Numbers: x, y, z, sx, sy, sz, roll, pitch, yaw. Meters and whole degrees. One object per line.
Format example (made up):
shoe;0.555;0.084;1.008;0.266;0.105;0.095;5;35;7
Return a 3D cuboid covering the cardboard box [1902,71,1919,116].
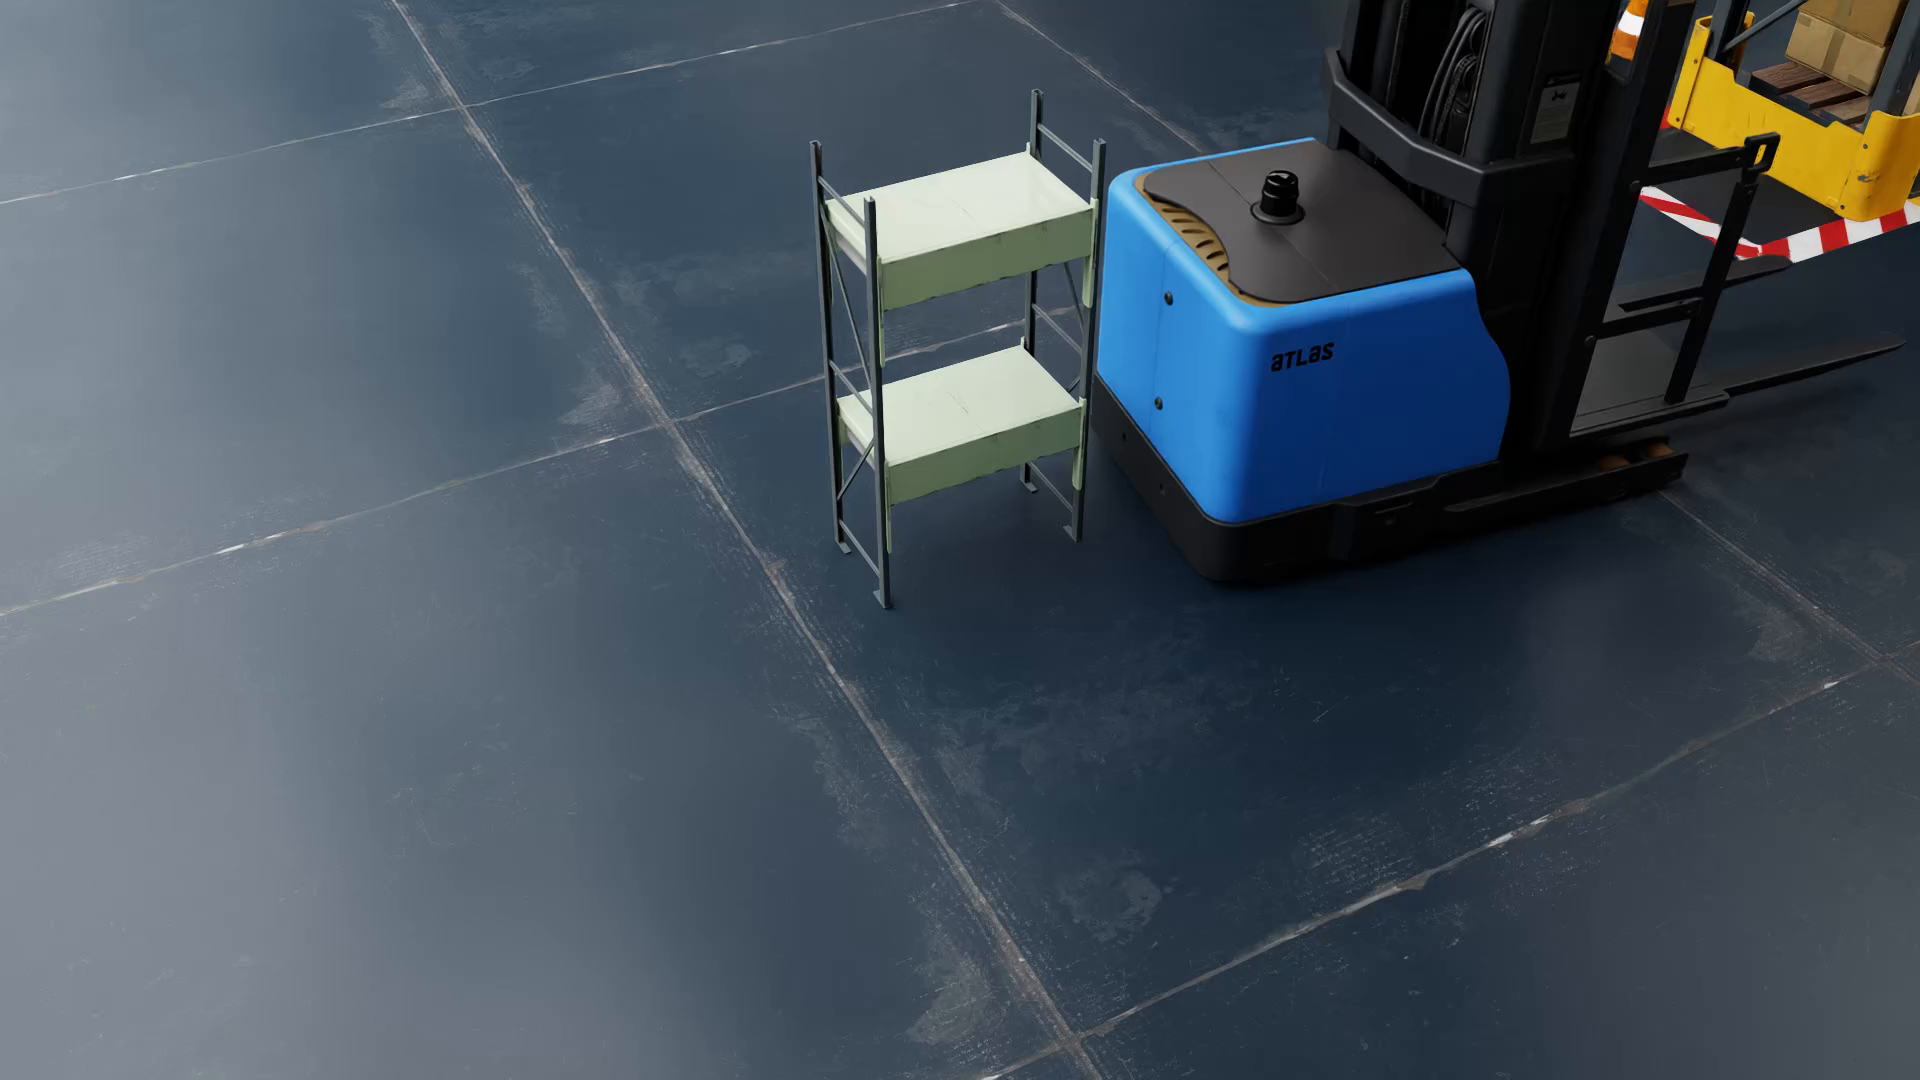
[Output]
cardboard box;4.656;-2.107;7.720;0.500;0.250;0.500;-19;44;-21

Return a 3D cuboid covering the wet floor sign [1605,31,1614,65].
wet floor sign;3.150;-2.572;8.288;0.232;0.644;0.267;-5;40;-6

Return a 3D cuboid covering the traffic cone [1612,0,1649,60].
traffic cone;3.598;-2.813;8.715;0.334;0.463;0.336;-19;44;-21

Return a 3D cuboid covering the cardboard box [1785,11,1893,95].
cardboard box;4.427;-2.427;8.099;0.500;0.250;0.500;-19;44;-21

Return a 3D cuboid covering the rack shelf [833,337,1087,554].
rack shelf;-0.006;-0.322;5.474;0.720;0.370;0.431;-19;44;-21

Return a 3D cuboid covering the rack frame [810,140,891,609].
rack frame;-0.331;-0.461;5.134;0.023;1.500;0.400;-19;44;-21

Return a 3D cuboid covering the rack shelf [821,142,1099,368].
rack shelf;-0.006;-0.868;5.011;0.720;0.370;0.431;-19;44;-21

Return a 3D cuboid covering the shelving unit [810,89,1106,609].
shelving unit;-0.006;-0.570;5.263;0.755;1.500;0.431;-19;44;-21

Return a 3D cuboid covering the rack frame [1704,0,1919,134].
rack frame;3.813;-2.914;6.870;0.127;3.000;1.000;-19;44;-21

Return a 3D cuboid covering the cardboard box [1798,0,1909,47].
cardboard box;4.403;-2.699;7.840;0.500;0.500;0.500;-18;44;-20

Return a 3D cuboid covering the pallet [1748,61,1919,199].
pallet;4.617;-2.094;8.061;1.213;0.211;1.003;-19;44;-21

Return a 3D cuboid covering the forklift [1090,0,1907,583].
forklift;2.052;-1.563;5.328;3.031;2.935;1.130;-13;42;-15

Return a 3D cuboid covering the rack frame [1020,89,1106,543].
rack frame;0.319;-0.680;5.392;0.023;1.500;0.400;-19;44;-21

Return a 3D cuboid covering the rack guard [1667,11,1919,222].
rack guard;3.880;-1.982;7.705;0.348;0.500;1.175;-19;44;-21
